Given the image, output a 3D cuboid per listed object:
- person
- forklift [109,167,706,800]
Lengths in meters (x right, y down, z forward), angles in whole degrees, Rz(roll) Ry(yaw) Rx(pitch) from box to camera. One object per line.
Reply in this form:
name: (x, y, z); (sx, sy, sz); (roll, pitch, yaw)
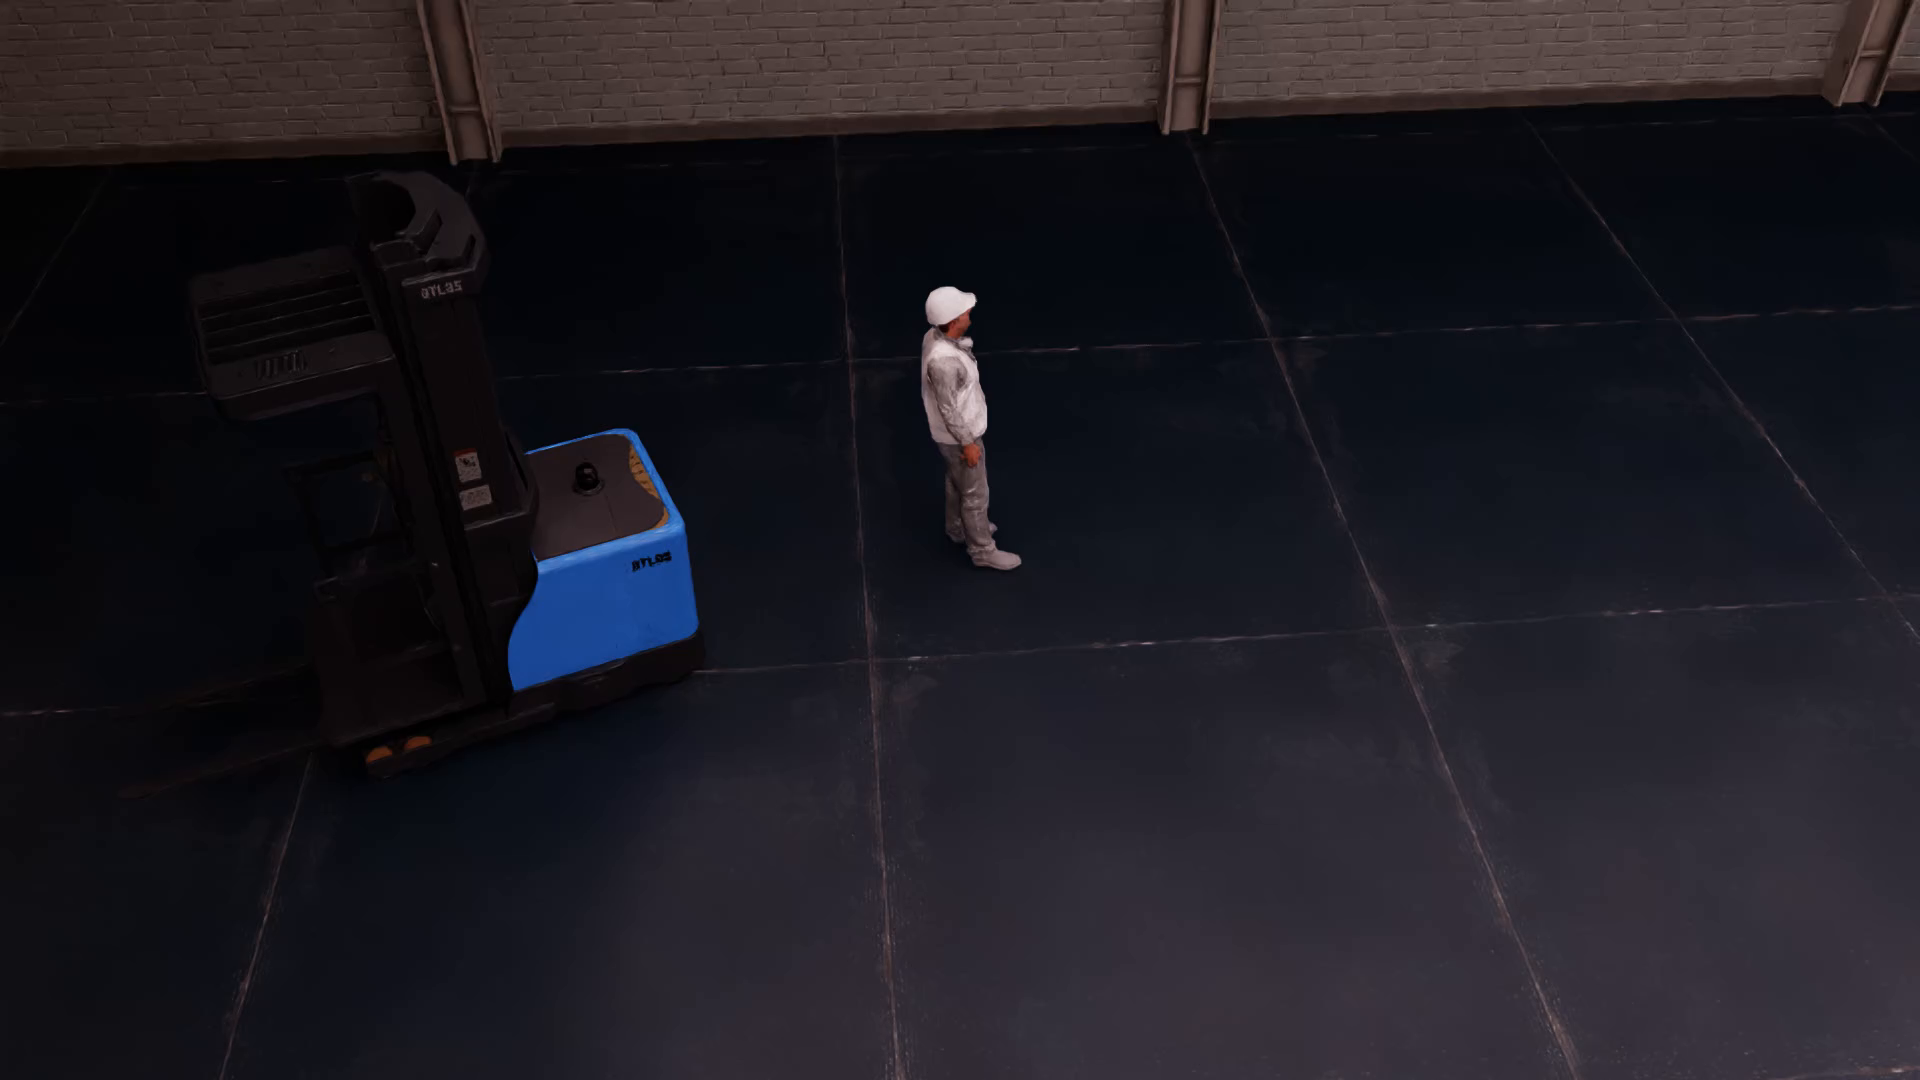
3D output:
person: (0.063, -0.678, 9.610); (0.567, 1.773, 0.632); (-3, 41, -4)
forklift: (-2.983, -0.256, 8.238); (3.031, 2.935, 1.130); (-17, 43, -19)
